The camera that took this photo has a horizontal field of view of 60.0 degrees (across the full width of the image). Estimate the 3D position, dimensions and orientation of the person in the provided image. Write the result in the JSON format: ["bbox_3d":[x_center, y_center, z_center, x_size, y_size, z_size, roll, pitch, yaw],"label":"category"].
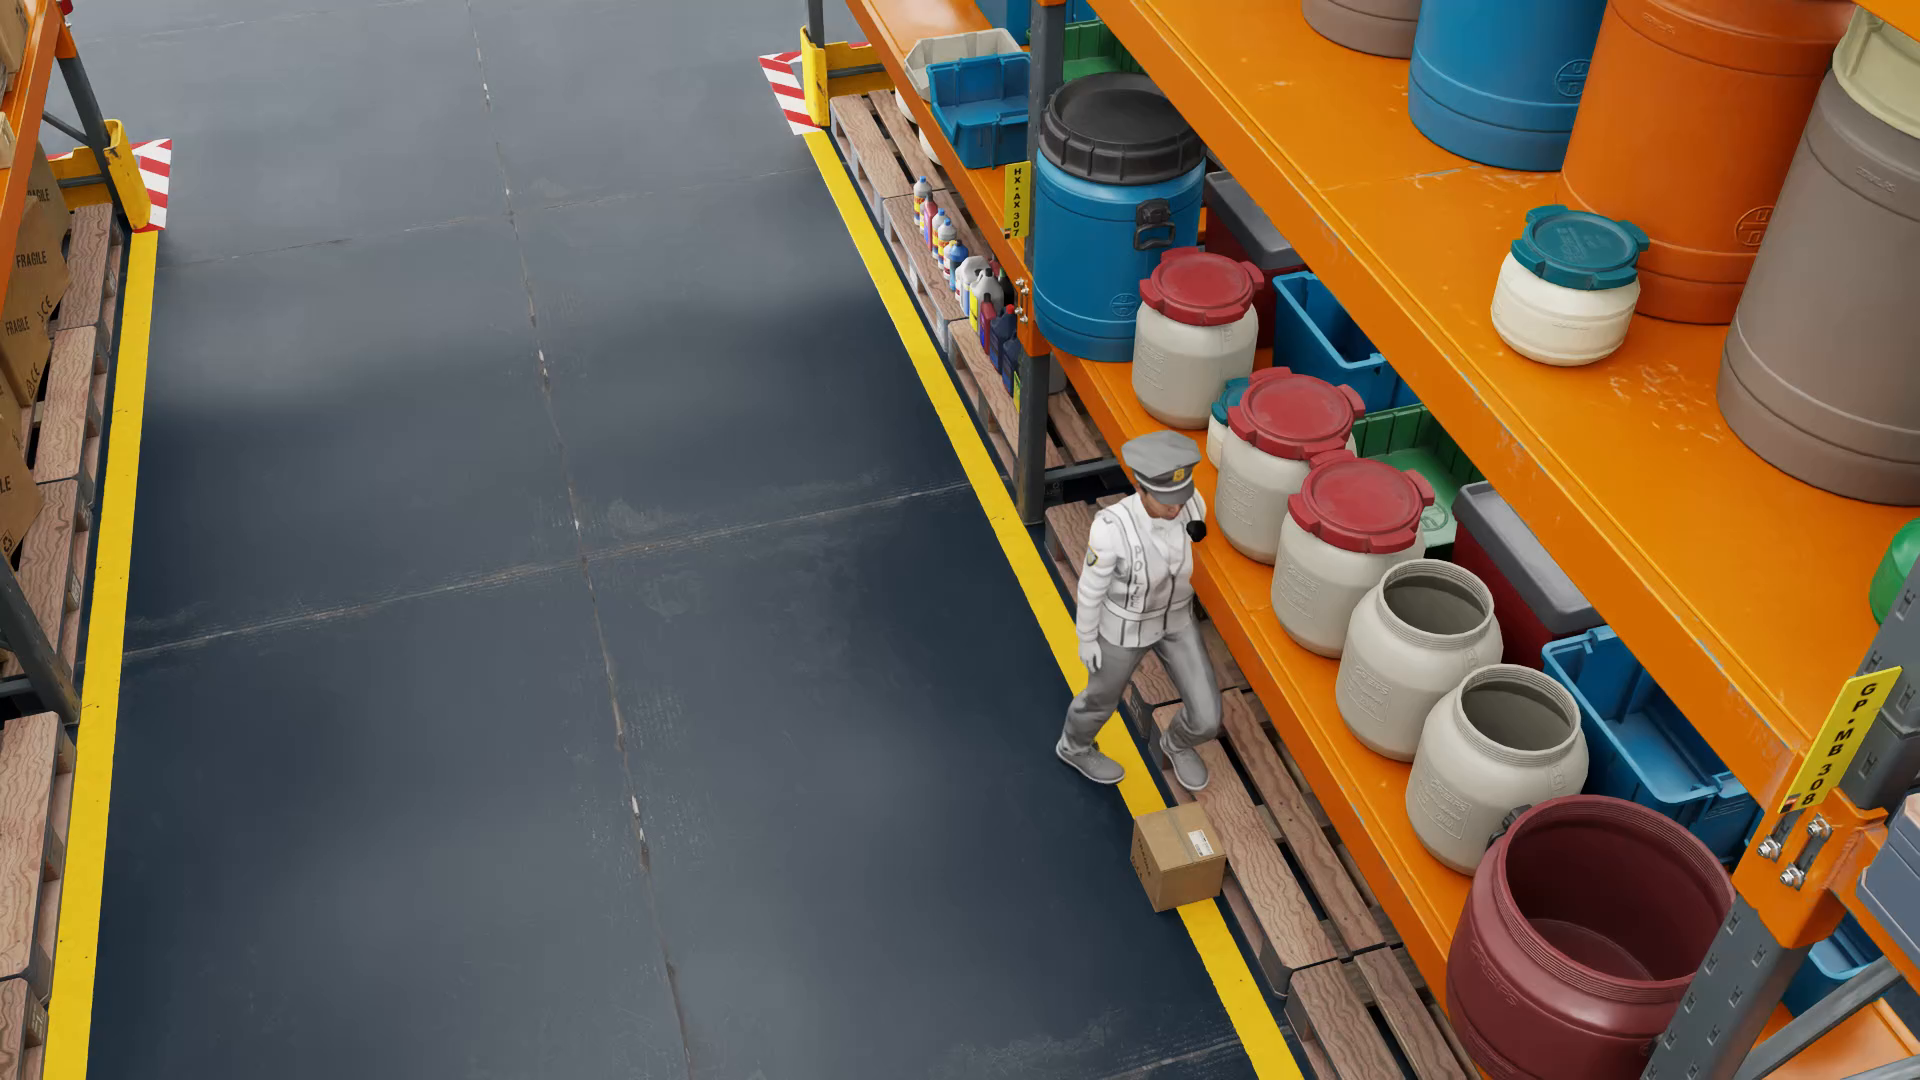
[{"bbox_3d":[0.684,0.339,5.791,0.504,1.685,0.623,-20,46,-21],"label":"person"}]
